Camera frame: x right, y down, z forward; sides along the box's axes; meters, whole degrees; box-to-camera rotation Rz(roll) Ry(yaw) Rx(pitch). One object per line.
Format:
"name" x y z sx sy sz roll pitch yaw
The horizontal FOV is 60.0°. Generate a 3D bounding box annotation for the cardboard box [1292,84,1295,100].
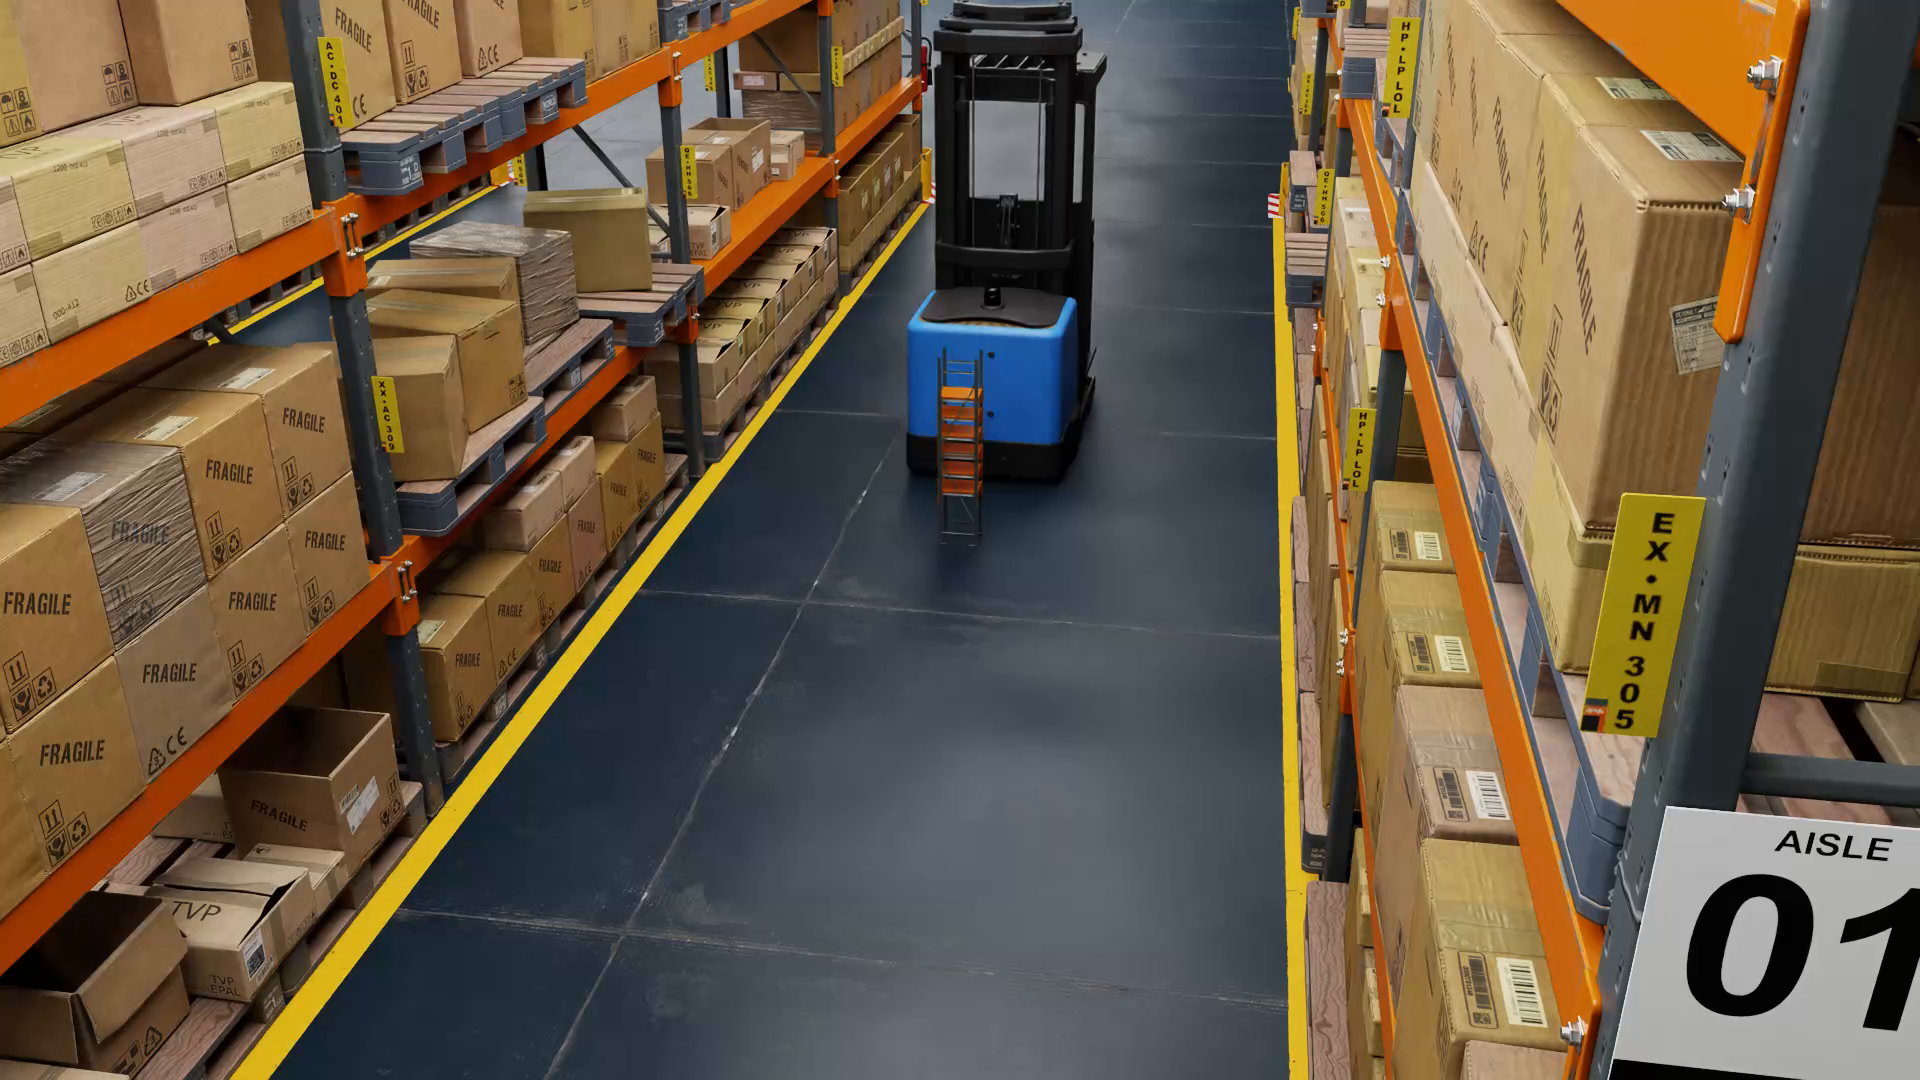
"cardboard box" 3.513 -4.370 16.200 0.500 0.250 0.500 3 25 7

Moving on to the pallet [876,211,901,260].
"pallet" -1.197 -3.076 16.572 1.003 0.211 1.213 4 25 9

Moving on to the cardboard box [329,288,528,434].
"cardboard box" -2.524 -0.862 7.939 0.700 0.500 0.500 8 26 17

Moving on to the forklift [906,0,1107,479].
"forklift" 0.415 -2.328 11.767 1.130 2.935 3.031 4 25 9

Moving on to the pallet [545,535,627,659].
"pallet" -2.580 0.257 9.452 1.003 0.211 1.213 4 25 9

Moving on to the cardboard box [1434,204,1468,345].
"cardboard box" 1.468 -0.638 4.100 0.500 0.250 0.500 3 25 7

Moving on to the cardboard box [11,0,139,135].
"cardboard box" -3.136 -1.603 5.300 0.700 0.500 0.500 4 25 9

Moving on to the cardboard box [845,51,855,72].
"cardboard box" -1.164 -4.363 15.149 0.380 0.149 0.250 3 25 7

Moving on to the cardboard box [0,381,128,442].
"cardboard box" -3.311 -0.256 5.962 0.500 0.500 0.500 3 25 7

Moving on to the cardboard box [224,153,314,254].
"cardboard box" -2.689 -1.220 5.957 0.500 0.250 0.500 4 25 9

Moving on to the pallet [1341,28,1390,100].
"pallet" 2.616 -2.483 8.701 1.213 0.211 1.003 5 26 11

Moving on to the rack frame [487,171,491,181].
"rack frame" -5.797 -5.515 18.494 1.000 3.000 0.127 4 25 9

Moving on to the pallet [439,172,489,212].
"pallet" -5.901 -3.878 18.285 1.003 0.211 1.213 4 25 9

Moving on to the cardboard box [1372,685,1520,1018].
"cardboard box" 1.677 0.890 4.457 0.980 0.700 0.700 3 25 6

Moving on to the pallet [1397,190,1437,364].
"pallet" 1.871 -0.787 4.959 1.003 0.211 1.213 4 25 9

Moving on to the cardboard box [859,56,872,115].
"cardboard box" -1.250 -4.374 15.938 0.700 0.500 0.500 5 26 10

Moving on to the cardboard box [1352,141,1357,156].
"cardboard box" 2.918 -2.447 11.303 0.700 0.500 0.500 4 25 9

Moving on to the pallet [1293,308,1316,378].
"pallet" 3.197 -1.567 13.349 1.003 0.211 1.213 4 25 9

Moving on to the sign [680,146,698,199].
"sign" -1.682 -2.279 10.309 0.100 0.325 0.005 4 25 9

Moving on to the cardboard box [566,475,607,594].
"cardboard box" -2.304 -0.048 9.244 0.500 0.500 0.500 3 25 7

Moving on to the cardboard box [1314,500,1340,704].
"cardboard box" 2.136 0.321 8.067 0.750 0.750 0.750 5 26 10

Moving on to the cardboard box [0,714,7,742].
"cardboard box" -3.029 0.428 4.500 0.500 0.500 0.500 4 25 9

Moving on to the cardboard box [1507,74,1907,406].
"cardboard box" 1.305 -0.536 2.998 0.500 0.500 0.500 5 26 10

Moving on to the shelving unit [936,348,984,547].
"shelving unit" 0.002 -0.549 10.009 0.258 1.200 0.189 4 25 9

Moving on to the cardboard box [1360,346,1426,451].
"cardboard box" 1.839 -0.552 6.513 0.500 0.250 0.500 5 25 10

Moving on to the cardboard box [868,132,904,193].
"cardboard box" -0.854 -3.791 16.674 0.500 0.500 0.500 4 25 9

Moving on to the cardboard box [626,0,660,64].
"cardboard box" -2.257 -3.043 9.558 0.910 0.500 0.500 4 25 9

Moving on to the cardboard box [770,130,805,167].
"cardboard box" -1.602 -3.221 13.769 0.500 0.250 0.500 6 26 12

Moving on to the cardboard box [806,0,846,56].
"cardboard box" -1.417 -4.528 14.736 0.700 0.500 0.500 4 25 8

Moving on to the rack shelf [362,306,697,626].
"rack shelf" -2.545 -0.662 8.975 1.077 0.370 4.000 4 25 9

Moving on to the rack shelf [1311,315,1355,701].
"rack shelf" 2.342 -0.321 8.245 1.077 0.370 4.000 4 25 9

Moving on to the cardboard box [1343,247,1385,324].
"cardboard box" 2.098 -1.191 7.880 0.500 0.250 0.500 4 25 7

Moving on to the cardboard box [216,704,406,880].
"cardboard box" -2.686 1.039 6.921 0.500 0.500 0.500 4 25 9

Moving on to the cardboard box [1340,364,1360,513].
"cardboard box" 1.916 -0.424 7.124 0.500 0.500 0.500 4 25 9

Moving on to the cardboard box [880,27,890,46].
"cardboard box" -0.912 -5.015 16.542 0.380 0.149 0.250 4 25 9

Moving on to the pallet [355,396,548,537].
"pallet" -2.634 -0.391 7.774 1.003 0.211 1.213 4 25 9

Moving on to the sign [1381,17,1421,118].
"sign" 1.478 -1.579 5.565 0.100 0.325 0.005 4 25 9

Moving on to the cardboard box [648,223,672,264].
"cardboard box" -2.116 -1.933 10.947 0.500 0.311 0.500 6 26 12

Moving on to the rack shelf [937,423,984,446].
"rack shelf" 0.002 -0.618 9.977 0.258 0.103 0.180 4 25 9

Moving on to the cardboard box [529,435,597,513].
"cardboard box" -2.308 -0.372 9.051 0.500 0.250 0.500 4 25 8

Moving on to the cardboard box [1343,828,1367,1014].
"cardboard box" 1.792 1.438 6.093 0.700 0.500 0.500 4 25 9

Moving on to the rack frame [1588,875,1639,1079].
"rack frame" 1.362 1.863 2.731 1.000 3.000 0.127 4 25 9

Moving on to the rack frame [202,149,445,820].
"rack frame" -2.872 -0.152 7.035 1.000 3.000 0.127 4 25 9

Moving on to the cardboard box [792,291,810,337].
"cardboard box" -1.514 -1.823 13.355 0.500 0.250 0.500 5 25 10

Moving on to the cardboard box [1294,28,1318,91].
"cardboard box" 3.421 -4.509 15.613 0.500 0.500 0.500 3 25 7

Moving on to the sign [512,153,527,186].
"sign" -2.767 -2.386 10.443 0.100 0.325 0.005 4 25 9

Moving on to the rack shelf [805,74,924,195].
"rack shelf" -1.238 -4.008 16.123 1.077 0.370 4.000 4 25 9

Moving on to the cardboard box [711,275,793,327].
"cardboard box" -1.597 -1.871 12.794 0.500 0.311 0.500 4 25 8

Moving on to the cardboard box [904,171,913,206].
"cardboard box" -0.777 -3.661 17.280 0.500 0.250 0.500 4 25 9
